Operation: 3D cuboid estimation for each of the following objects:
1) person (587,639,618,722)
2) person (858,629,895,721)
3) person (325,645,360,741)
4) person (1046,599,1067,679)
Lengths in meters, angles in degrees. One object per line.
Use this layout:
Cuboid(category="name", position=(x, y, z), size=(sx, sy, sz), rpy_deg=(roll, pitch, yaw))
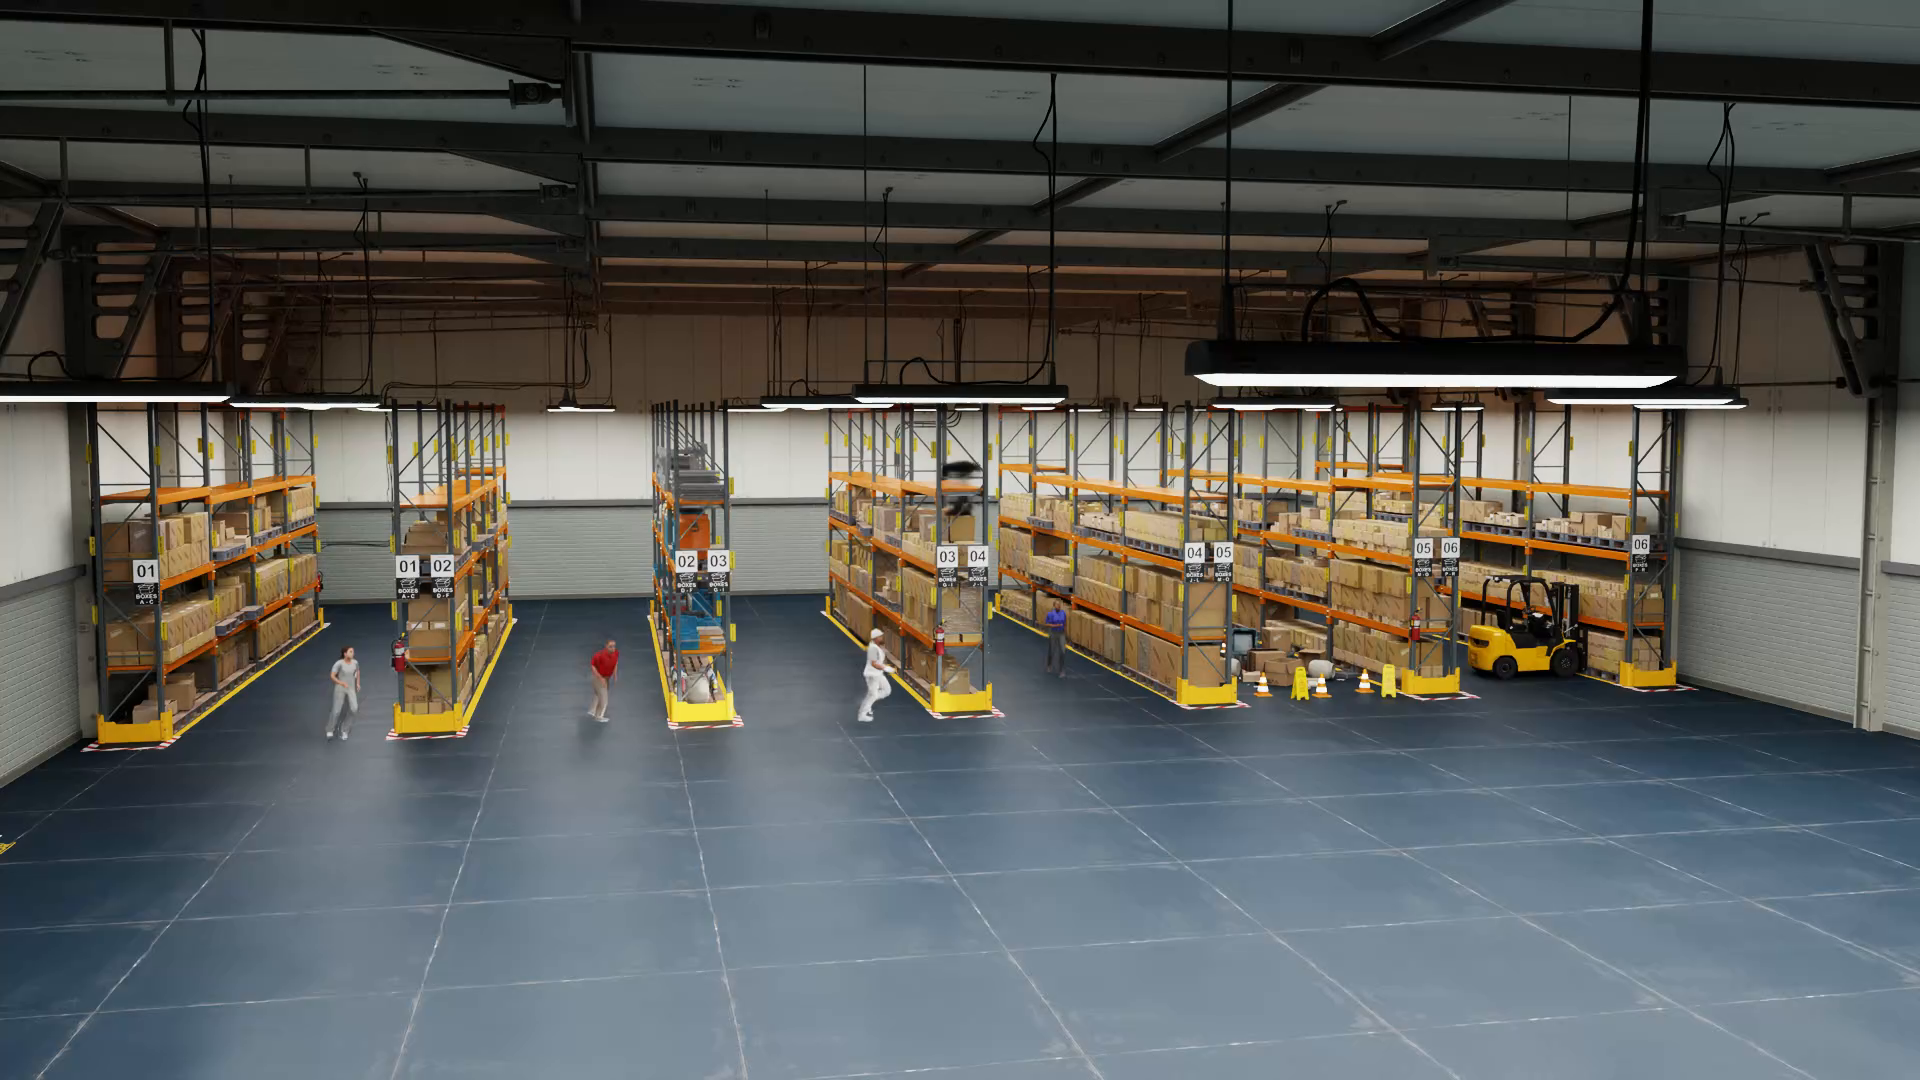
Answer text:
Cuboid(category="person", position=(-6.705, 2.598, 31.039), size=(0.874, 1.580, 0.700), rpy_deg=(2, 5, 25))
Cuboid(category="person", position=(-1.555, 2.509, 31.081), size=(0.709, 1.722, 0.713), rpy_deg=(1, 4, 8))
Cuboid(category="person", position=(-10.841, 2.689, 29.378), size=(0.643, 1.677, 0.628), rpy_deg=(4, 6, 44))
Cuboid(category="person", position=(2.113, 2.145, 36.407), size=(0.558, 1.705, 0.860), rpy_deg=(-1, 4, -14))
